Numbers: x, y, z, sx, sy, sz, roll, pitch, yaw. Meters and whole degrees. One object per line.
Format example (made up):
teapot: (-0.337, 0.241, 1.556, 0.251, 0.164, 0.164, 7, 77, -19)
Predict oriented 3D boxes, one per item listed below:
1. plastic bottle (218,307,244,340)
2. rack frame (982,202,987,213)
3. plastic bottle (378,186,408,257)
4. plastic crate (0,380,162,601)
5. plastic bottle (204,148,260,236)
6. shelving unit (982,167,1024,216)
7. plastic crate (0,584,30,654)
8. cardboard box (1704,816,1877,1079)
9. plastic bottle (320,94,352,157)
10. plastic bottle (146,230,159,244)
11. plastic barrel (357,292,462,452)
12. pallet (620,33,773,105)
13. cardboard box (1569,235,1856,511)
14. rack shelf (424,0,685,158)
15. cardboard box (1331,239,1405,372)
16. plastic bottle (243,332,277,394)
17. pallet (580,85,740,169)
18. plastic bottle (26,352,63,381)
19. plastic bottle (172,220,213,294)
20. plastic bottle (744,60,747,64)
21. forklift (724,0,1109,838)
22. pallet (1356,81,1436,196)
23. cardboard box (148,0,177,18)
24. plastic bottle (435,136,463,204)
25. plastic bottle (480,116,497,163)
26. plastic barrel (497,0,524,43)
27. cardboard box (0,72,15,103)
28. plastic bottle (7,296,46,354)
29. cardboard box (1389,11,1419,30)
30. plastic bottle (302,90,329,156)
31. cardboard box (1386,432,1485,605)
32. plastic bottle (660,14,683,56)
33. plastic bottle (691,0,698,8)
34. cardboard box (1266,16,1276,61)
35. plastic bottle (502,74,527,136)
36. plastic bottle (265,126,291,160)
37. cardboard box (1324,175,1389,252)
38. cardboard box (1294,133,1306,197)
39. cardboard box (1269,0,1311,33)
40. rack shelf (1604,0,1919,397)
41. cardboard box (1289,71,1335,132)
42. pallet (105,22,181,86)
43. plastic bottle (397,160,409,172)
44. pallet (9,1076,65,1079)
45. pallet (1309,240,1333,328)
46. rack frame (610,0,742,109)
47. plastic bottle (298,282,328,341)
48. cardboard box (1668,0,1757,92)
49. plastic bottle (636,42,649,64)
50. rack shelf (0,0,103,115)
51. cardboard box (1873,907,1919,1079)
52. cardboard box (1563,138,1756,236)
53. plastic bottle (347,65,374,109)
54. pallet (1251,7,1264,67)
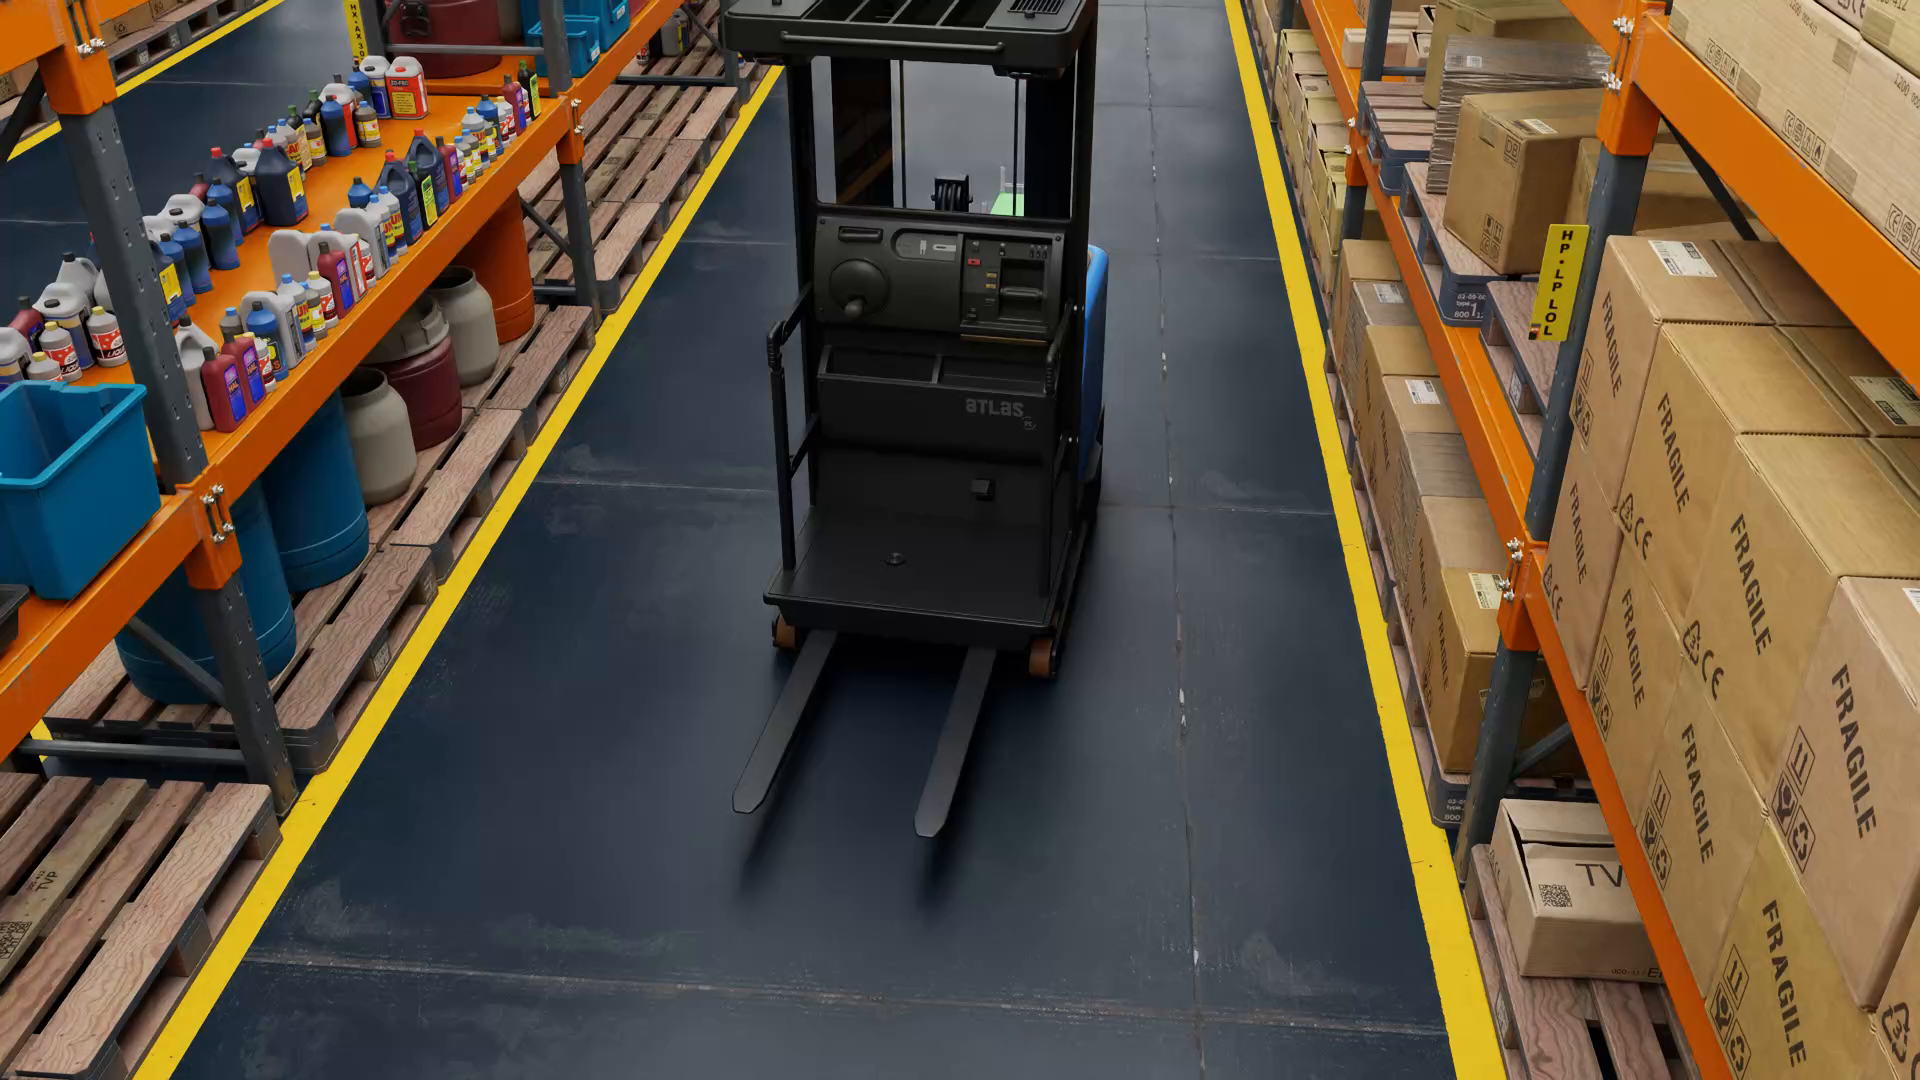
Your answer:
plastic bottle: (-2.486, -0.702, 5.719, 0.097, 0.201, 0.097, 0, 32, 0)
rack frame: (0.218, -0.976, 7.690, 0.240, 1.200, 0.015, 6, 32, 9)
plastic bottle: (-2.251, -1.261, 6.559, 0.097, 0.271, 0.097, 0, 32, 0)
plastic crate: (-2.505, -0.134, 4.566, 0.392, 0.384, 0.575, 2, 32, 4)
plastic bottle: (-2.969, -1.423, 6.748, 0.144, 0.351, 0.185, 2, 32, 4)
shelving unit: (0.265, -1.102, 7.894, 0.258, 1.200, 0.503, 6, 32, 9)
plastic crate: (-2.630, 0.314, 4.086, 0.437, 0.125, 0.590, 2, 32, 4)
cardboard box: (1.695, 0.847, 2.921, 0.500, 0.500, 0.500, 2, 32, 3)
plastic bottle: (-2.852, -1.894, 7.587, 0.097, 0.271, 0.097, 0, 32, 0)
plastic bottle: (-3.026, -0.996, 6.125, 0.152, 0.276, 0.135, 2, 32, 4)
plastic barrel: (-2.596, -0.771, 7.539, 0.600, 0.588, 0.708, 2, 32, 4)
pallet: (-2.059, -3.719, 13.084, 1.003, 0.211, 1.213, 2, 32, 4)
cardboard box: (1.811, -0.394, 3.982, 0.500, 0.500, 0.500, 3, 32, 5)
rack shelf: (-2.318, -3.205, 10.277, 1.077, 0.370, 4.000, 2, 32, 4)
cardboard box: (2.133, -1.149, 8.219, 0.500, 0.500, 0.500, 4, 32, 6)
plastic bottle: (-2.350, -0.594, 5.544, 0.097, 0.201, 0.097, 0, 32, 0)
pallet: (-2.181, -2.958, 11.848, 1.003, 0.211, 1.213, 2, 32, 4)
plastic bottle: (-2.971, -0.514, 5.414, 0.097, 0.201, 0.097, 0, 32, 0)
plastic bottle: (-2.889, -1.068, 6.247, 0.097, 0.271, 0.097, 0, 32, 0)
plastic bottle: (-1.684, -3.754, 12.730, 0.097, 0.201, 0.097, 0, 32, 0)
forklift: (-0.120, -0.925, 5.957, 1.130, 2.935, 3.031, 6, 32, 9)
pallet: (2.470, -1.813, 7.515, 1.213, 0.211, 1.003, 2, 32, 4)
cardboard box: (-7.008, -4.719, 14.030, 0.500, 0.500, 0.500, 0, 32, 0)
plastic bottle: (-2.182, -1.588, 7.080, 0.061, 0.283, 0.133, 2, 32, 4)
plastic bottle: (-2.159, -1.818, 7.531, 0.097, 0.201, 0.097, 0, 32, 0)
plastic barrel: (-2.610, -3.060, 9.250, 0.421, 0.512, 0.421, 0, 32, 0)
cardboard box: (-7.221, -3.323, 11.746, 0.700, 0.500, 0.500, 2, 32, 4)
plastic bottle: (-3.124, -0.667, 5.584, 0.061, 0.283, 0.133, 2, 32, 4)
cardboard box: (2.503, -2.814, 9.197, 0.380, 0.149, 0.250, 5, 32, 8)
plastic bottle: (-2.933, -1.893, 7.574, 0.061, 0.283, 0.133, 2, 32, 4)
cardboard box: (1.974, -0.074, 6.474, 0.500, 0.500, 0.500, 3, 32, 5)
plastic bottle: (-2.247, -3.960, 12.921, 0.144, 0.351, 0.185, 2, 32, 4)
plastic bottle: (-2.297, -4.656, 14.194, 0.097, 0.201, 0.097, 0, 32, 0)
cardboard box: (2.651, -3.865, 12.882, 0.500, 0.250, 0.500, 2, 32, 4)
plastic bottle: (-2.108, -2.065, 7.854, 0.061, 0.283, 0.133, 2, 32, 4)
plastic bottle: (-2.951, -1.655, 7.200, 0.097, 0.271, 0.097, 0, 32, 0)
cardboard box: (2.253, -1.783, 8.971, 0.500, 0.311, 0.500, 3, 32, 5)
cardboard box: (2.377, -2.347, 10.420, 0.500, 0.250, 0.500, 3, 32, 5)
cardboard box: (2.653, -4.184, 12.686, 0.500, 0.500, 0.500, 2, 32, 4)
rack shelf: (1.967, -0.085, 2.356, 1.077, 0.370, 4.000, 2, 32, 4)
cardboard box: (2.412, -2.853, 10.706, 0.500, 0.311, 0.500, 1, 32, 2)
pallet: (-7.073, -3.934, 13.433, 1.003, 0.211, 1.213, 2, 32, 4)
plastic bottle: (-2.269, -1.425, 6.814, 0.061, 0.283, 0.133, 2, 32, 4)
pallet: (-2.925, 1.839, 4.065, 1.003, 0.211, 1.213, 2, 32, 4)
pallet: (2.561, -1.494, 9.472, 1.003, 0.211, 1.213, 2, 32, 4)
rack frame: (-2.156, -4.557, 11.786, 1.000, 3.000, 0.127, 2, 32, 4)
plastic bottle: (-2.315, -0.817, 5.906, 0.097, 0.201, 0.097, 0, 32, 0)
cardboard box: (1.843, -1.130, 3.508, 0.500, 0.250, 0.500, 2, 32, 4)
plastic bottle: (-2.437, -3.756, 12.734, 0.097, 0.201, 0.097, 0, 32, 0)
rack shelf: (-2.970, -0.299, 2.702, 1.077, 0.370, 4.000, 2, 32, 4)
cardboard box: (1.644, 0.683, 2.234, 0.500, 0.500, 0.500, 3, 32, 5)
cardboard box: (2.384, -0.982, 5.489, 0.700, 0.500, 0.500, 7, 32, 12)
plastic bottle: (-2.875, -2.139, 7.984, 0.097, 0.271, 0.097, 0, 32, 0)
pallet: (2.984, -4.210, 13.880, 1.003, 0.211, 1.213, 2, 32, 4)
